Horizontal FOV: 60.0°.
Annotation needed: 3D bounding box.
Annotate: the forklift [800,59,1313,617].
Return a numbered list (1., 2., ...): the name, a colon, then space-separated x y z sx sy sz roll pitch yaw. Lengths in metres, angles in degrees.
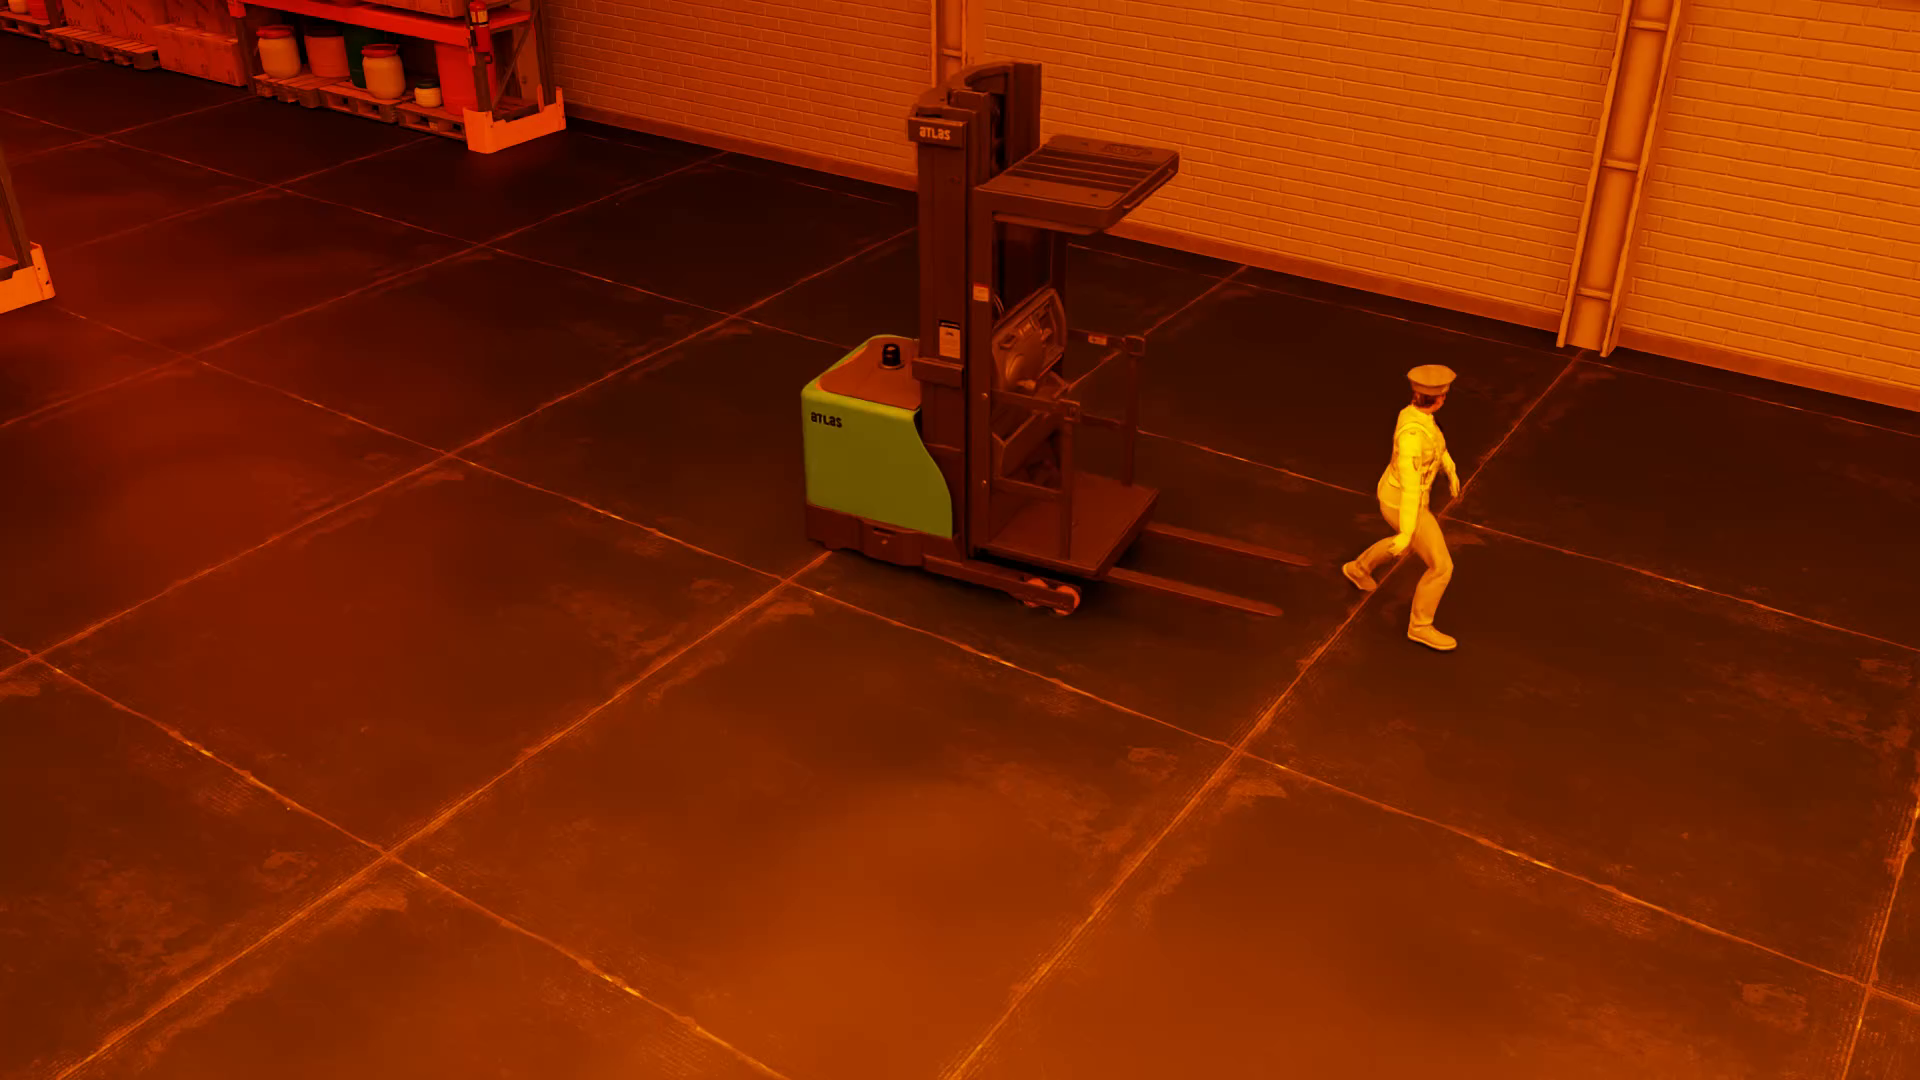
1. forklift: 0.583 -1.133 9.533 3.031 2.935 1.130 14 33 22

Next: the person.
1. person: 2.543 -0.182 9.331 0.701 1.623 0.772 9 31 15
